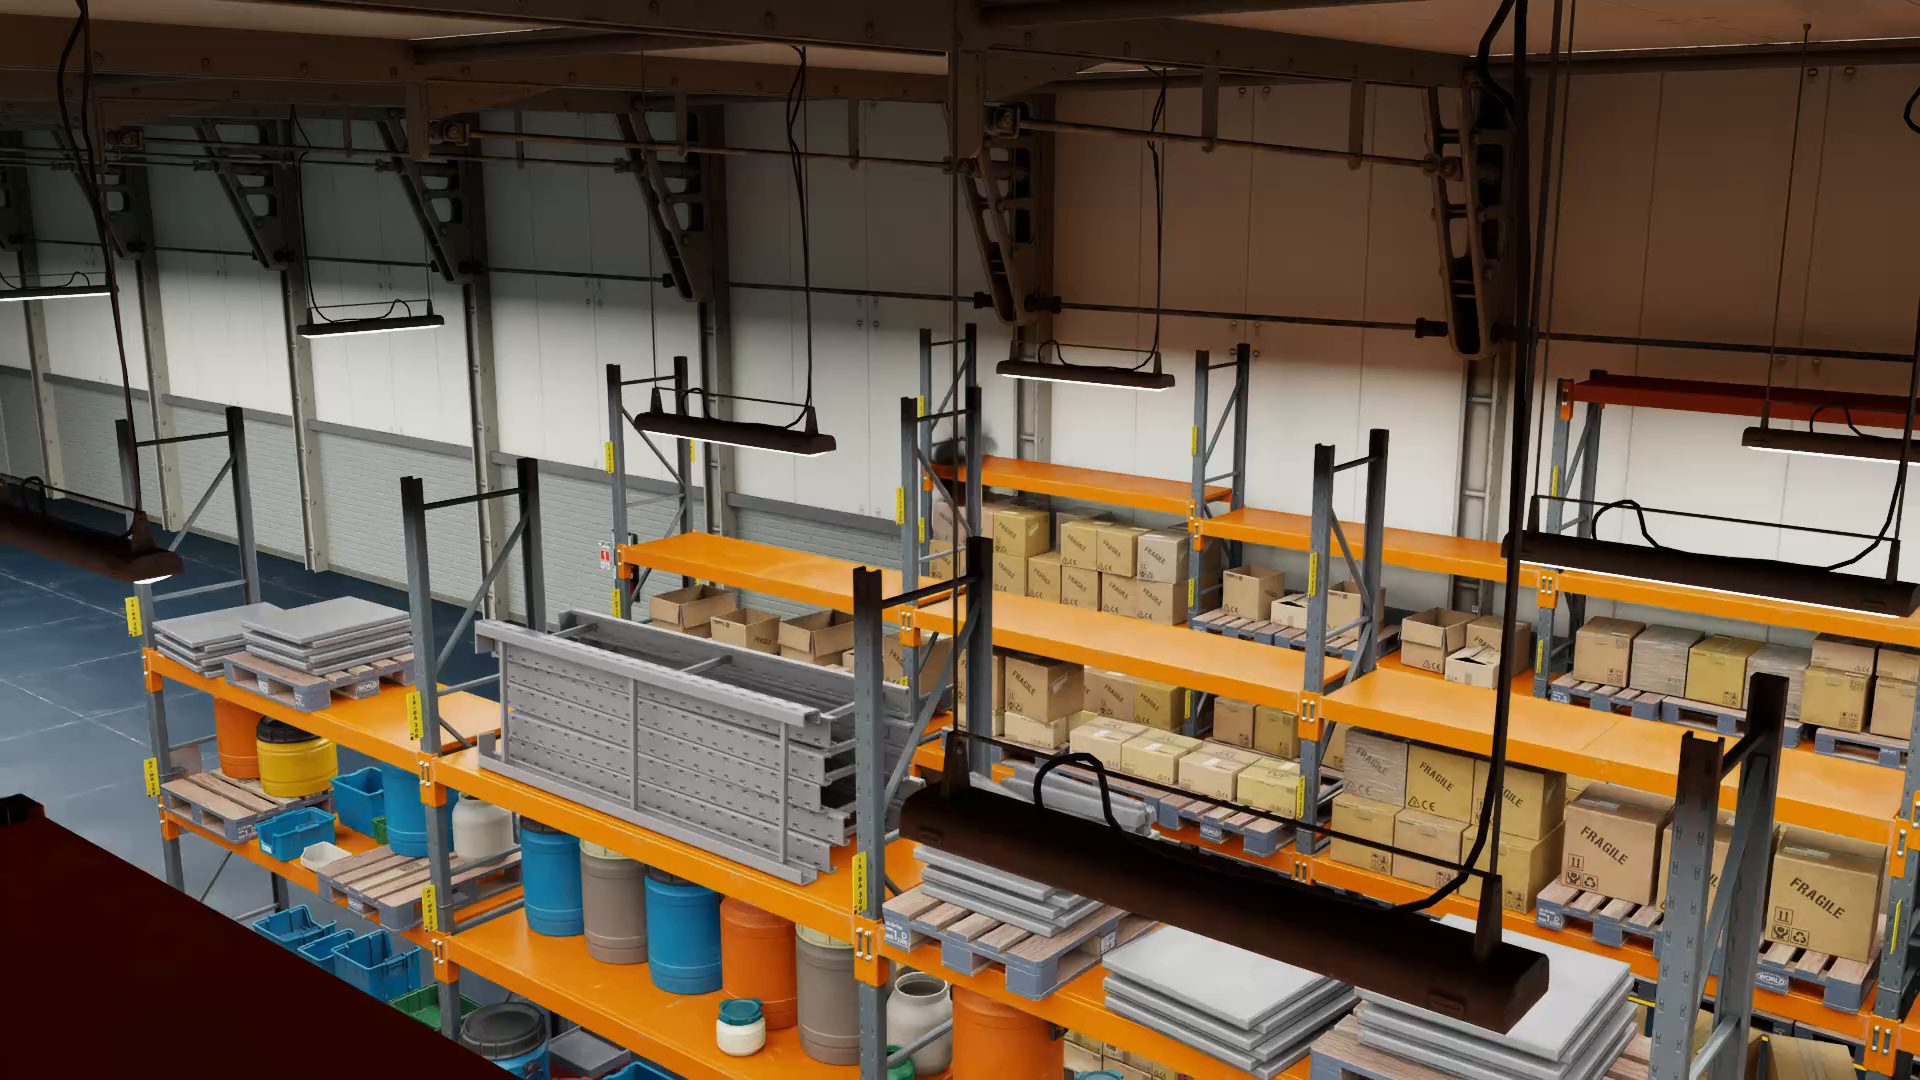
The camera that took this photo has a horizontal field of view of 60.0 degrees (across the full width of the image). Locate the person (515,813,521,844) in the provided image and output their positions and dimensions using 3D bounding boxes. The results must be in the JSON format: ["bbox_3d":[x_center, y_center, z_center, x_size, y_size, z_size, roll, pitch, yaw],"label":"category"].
[{"bbox_3d":[-4.857,2.971,19.310,0.880,1.716,0.721,-4,13,-16],"label":"person"}]
